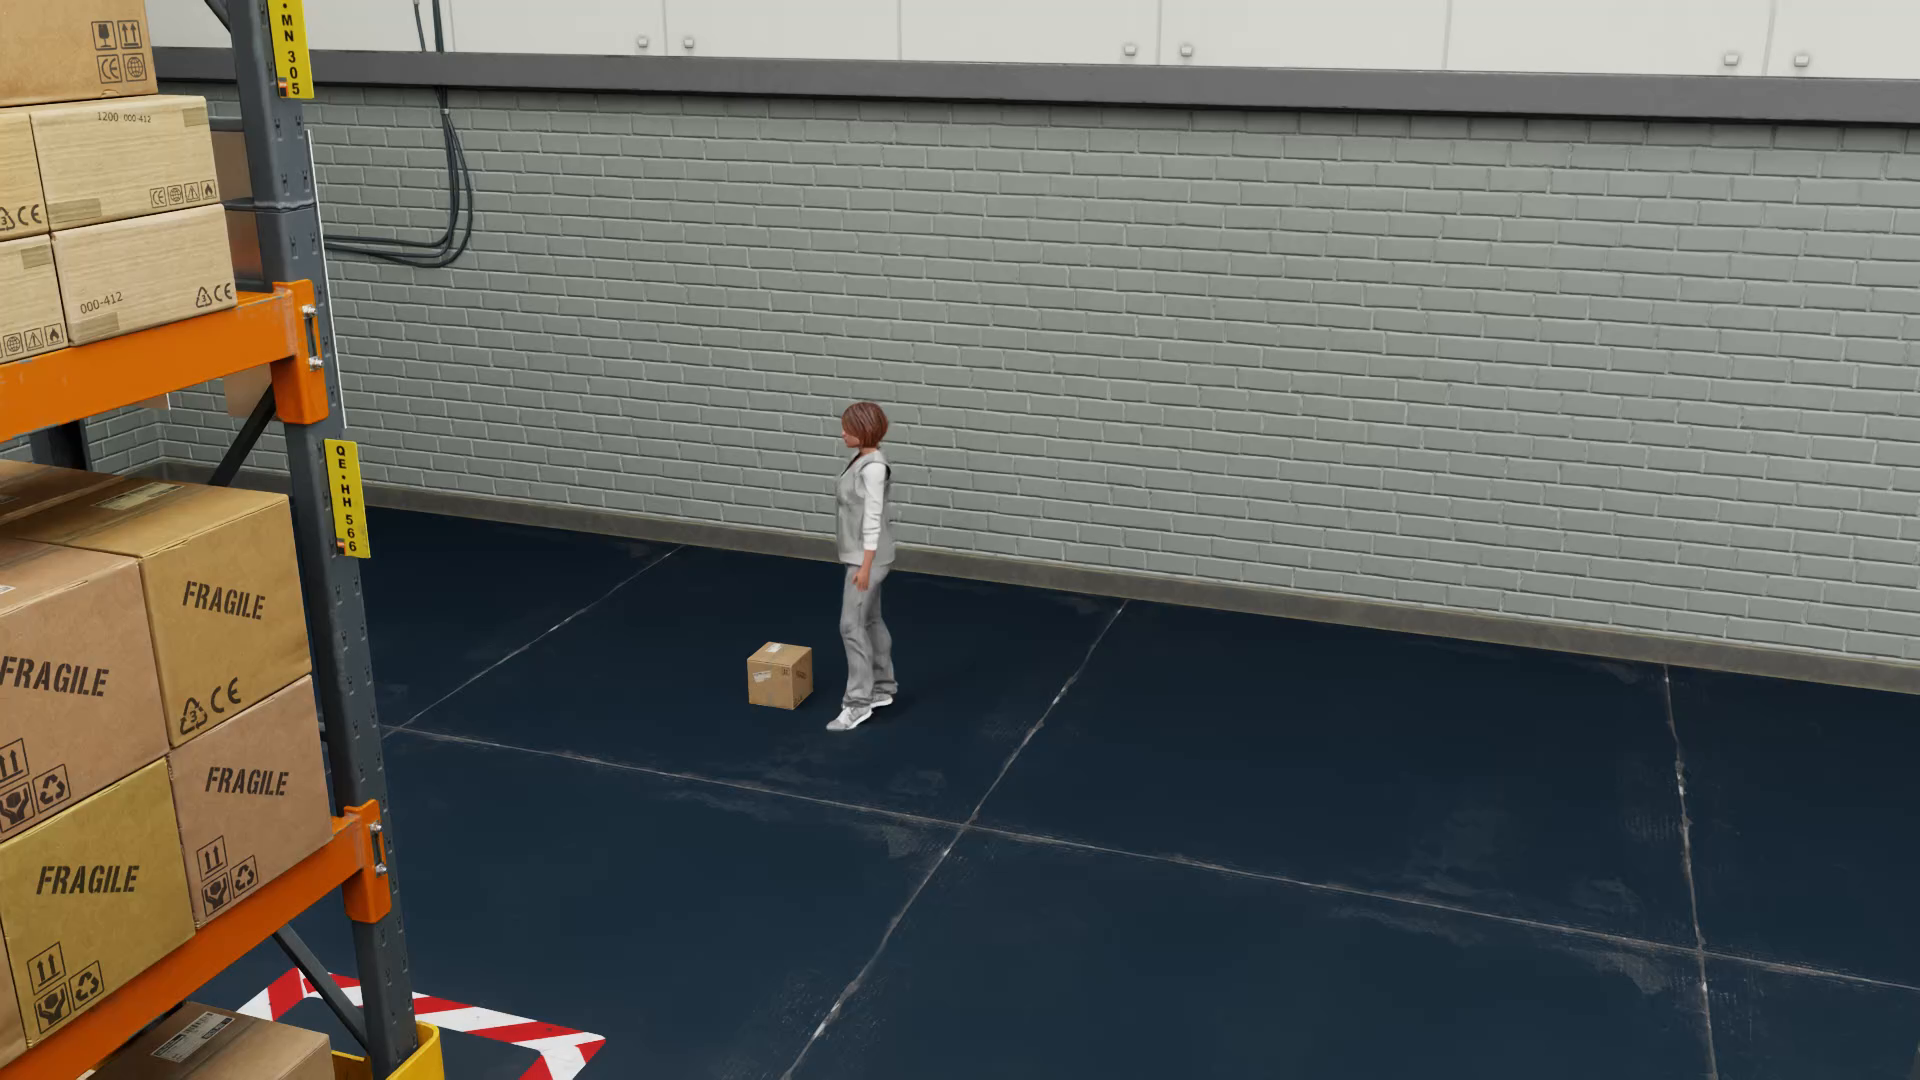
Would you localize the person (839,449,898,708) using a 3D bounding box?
[{"bbox_3d":[-0.464,0.184,8.294,0.304,1.282,0.440,-3,19,-8],"label":"person"}]
